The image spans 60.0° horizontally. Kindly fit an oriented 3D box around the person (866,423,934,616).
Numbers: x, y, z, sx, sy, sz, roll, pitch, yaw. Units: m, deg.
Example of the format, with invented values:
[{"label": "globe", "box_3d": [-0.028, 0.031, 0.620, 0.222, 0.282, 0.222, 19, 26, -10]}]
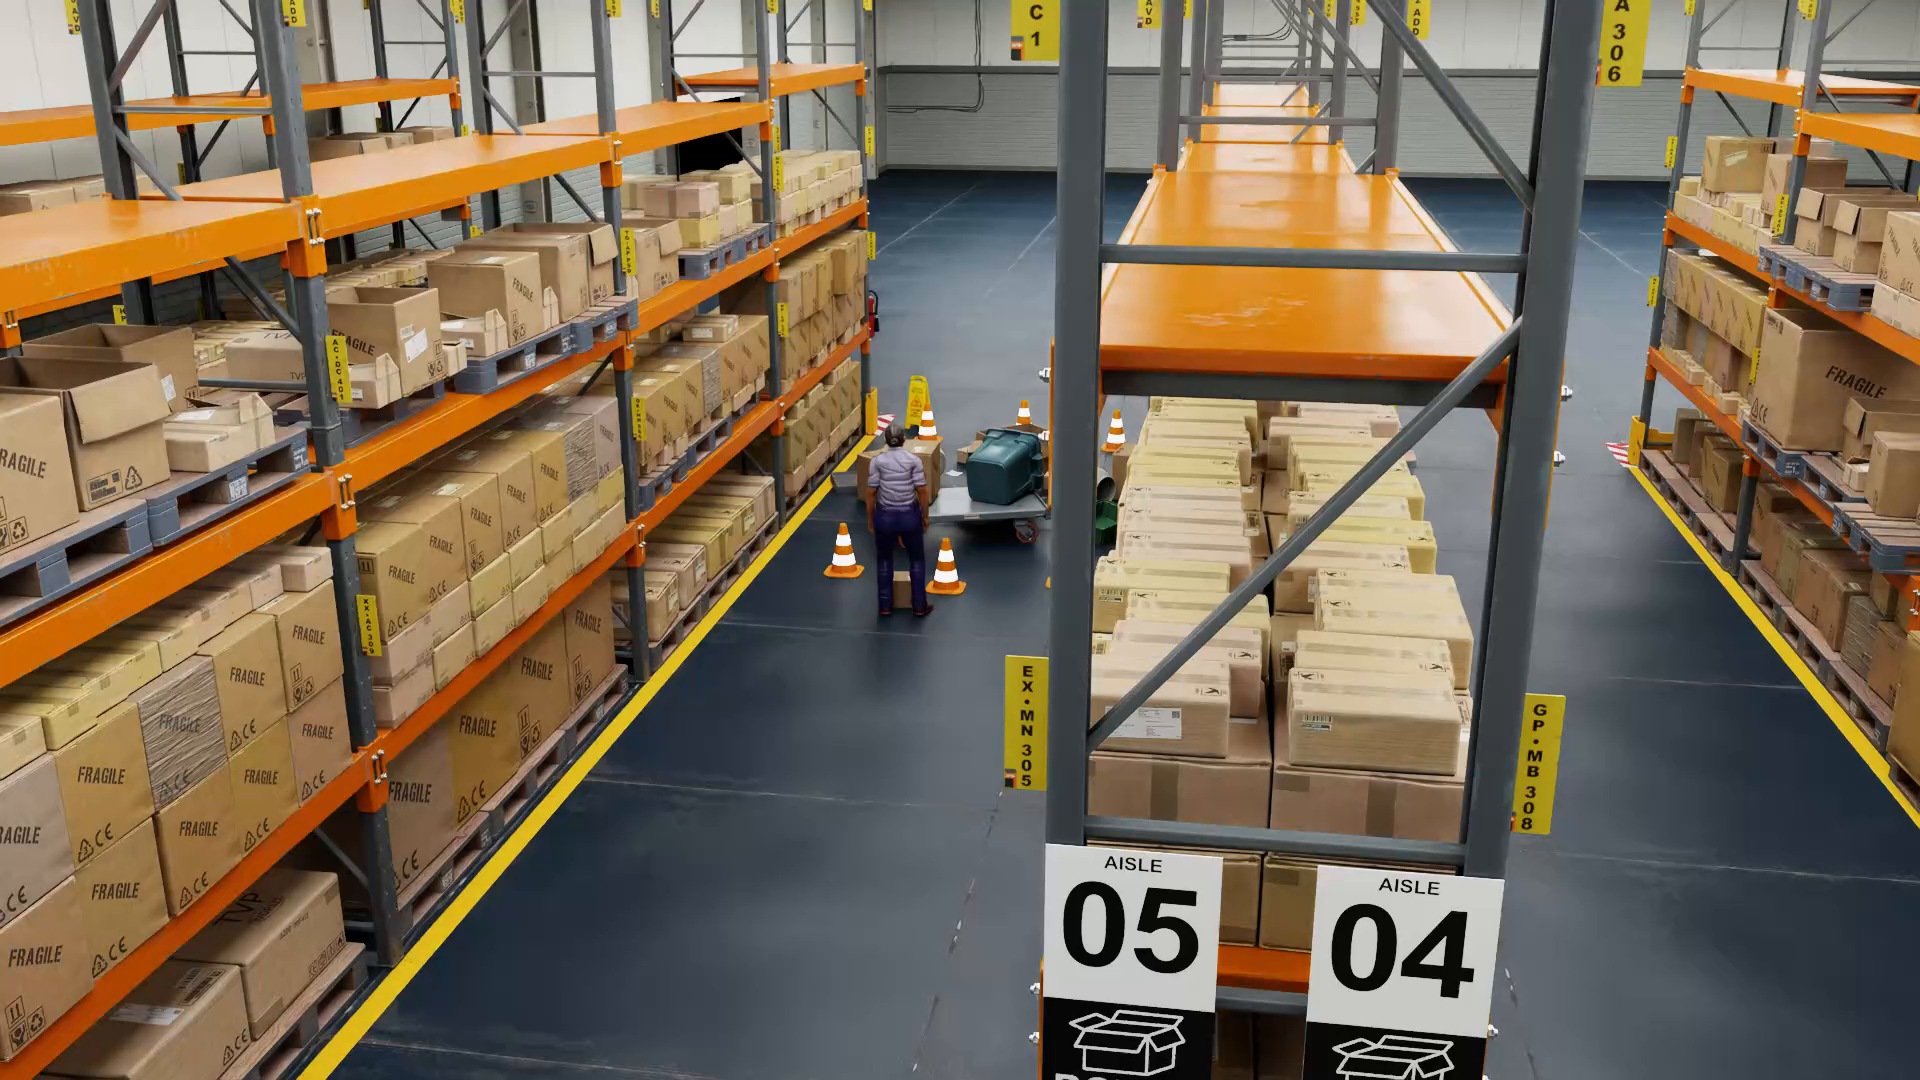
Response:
[{"label": "person", "box_3d": [-0.508, -0.163, 14.005, 0.561, 1.651, 0.377, 1, 18, 2]}]
